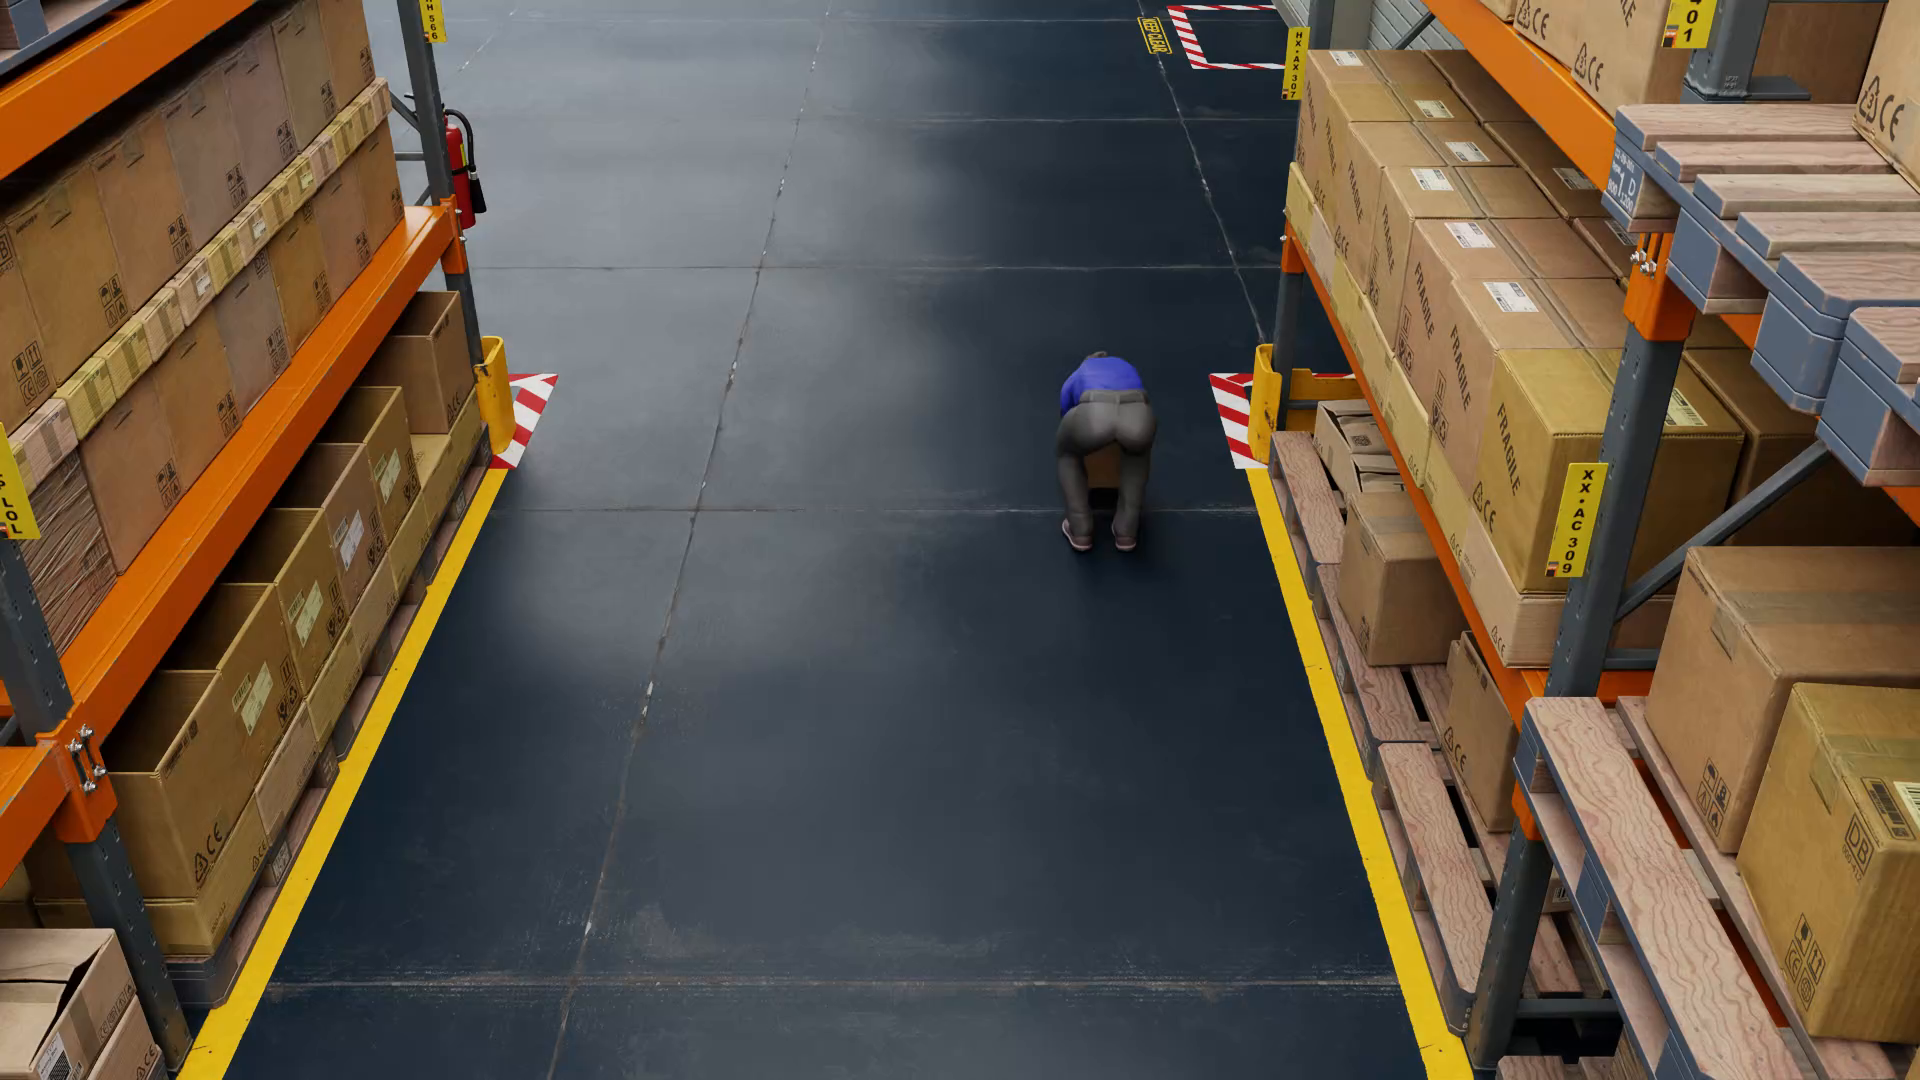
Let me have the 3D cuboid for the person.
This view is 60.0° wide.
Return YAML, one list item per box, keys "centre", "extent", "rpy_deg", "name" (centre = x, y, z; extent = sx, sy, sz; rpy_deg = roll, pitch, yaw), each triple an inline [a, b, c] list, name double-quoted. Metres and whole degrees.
- centre: [0.648, -0.443, 7.602]
  extent: [0.443, 0.876, 0.883]
  rpy_deg: [-2, 32, -3]
  name: "person"
